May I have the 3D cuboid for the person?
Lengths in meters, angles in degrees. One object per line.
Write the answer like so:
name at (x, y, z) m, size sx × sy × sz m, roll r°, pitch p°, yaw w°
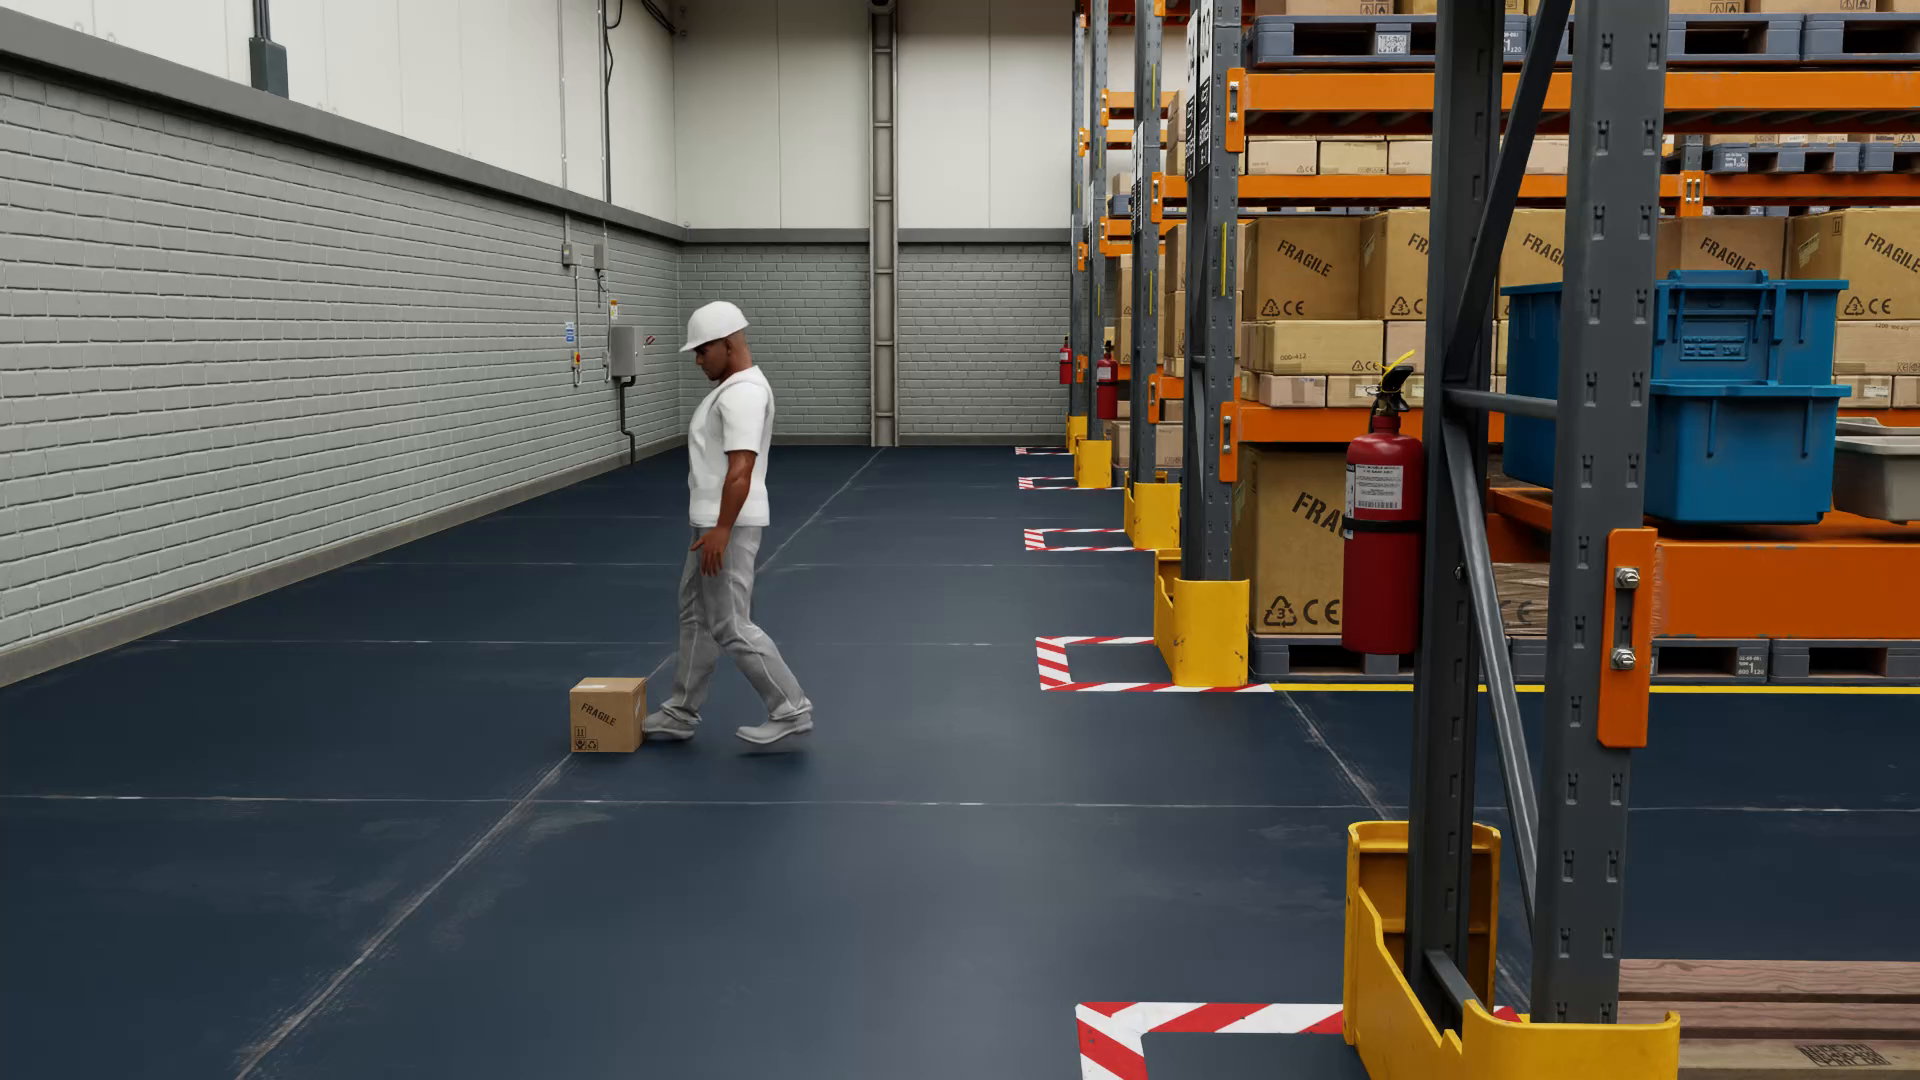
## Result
person at (-0.976, -0.054, 6.538) m, size 0.772 × 1.752 × 0.617 m, roll -1°, pitch 7°, yaw -7°
